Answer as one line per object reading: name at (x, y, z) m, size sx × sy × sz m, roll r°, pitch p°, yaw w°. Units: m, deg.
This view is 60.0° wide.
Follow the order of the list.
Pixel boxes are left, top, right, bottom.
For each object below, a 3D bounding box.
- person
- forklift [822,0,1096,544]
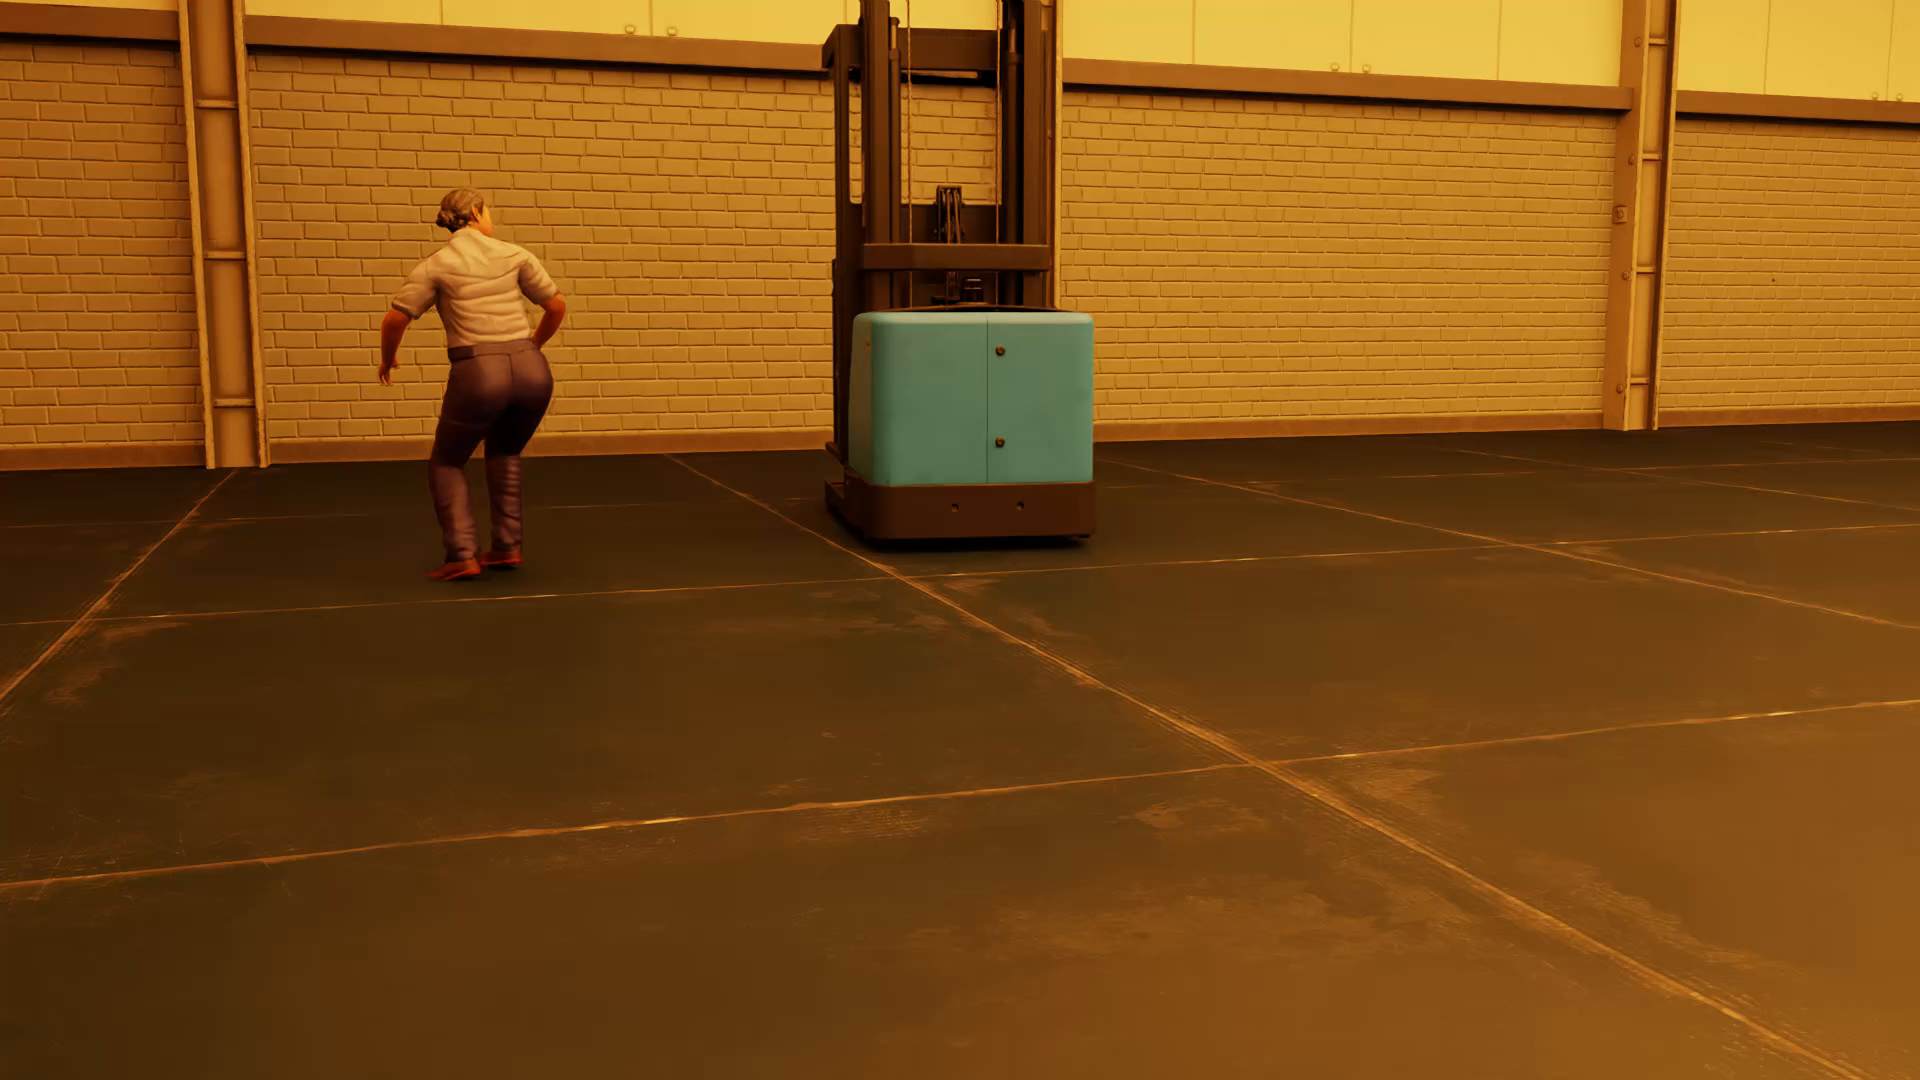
person at (-2.011, -0.632, 6.866) m, size 0.719 × 1.606 × 0.603 m, roll -6°, pitch 10°, yaw -38°
forklift at (-0.137, -1.595, 8.776) m, size 1.130 × 2.935 × 3.031 m, roll -1°, pitch 8°, yaw -10°
